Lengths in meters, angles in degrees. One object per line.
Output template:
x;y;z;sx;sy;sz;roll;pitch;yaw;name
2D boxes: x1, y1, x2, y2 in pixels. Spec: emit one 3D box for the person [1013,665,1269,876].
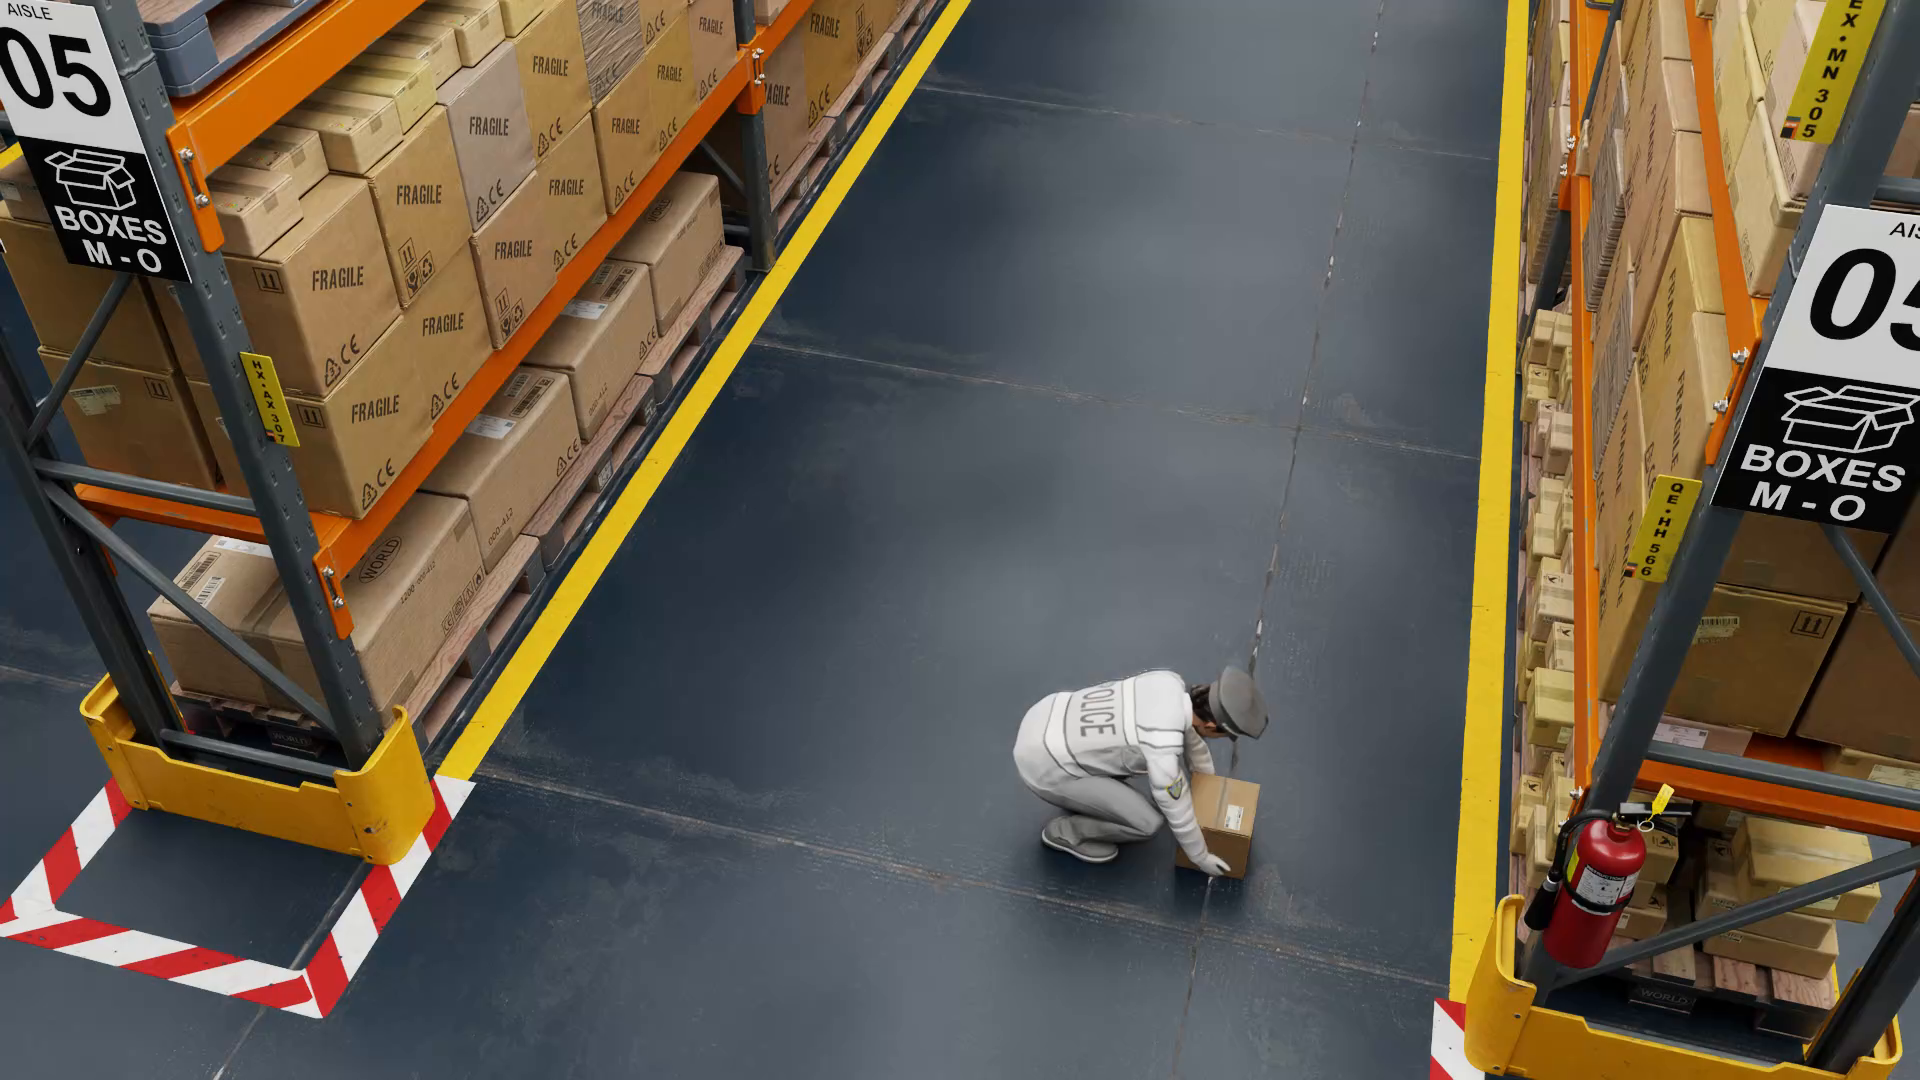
0.630;0.775;5.924;0.863;0.849;0.478;10;42;11;person
